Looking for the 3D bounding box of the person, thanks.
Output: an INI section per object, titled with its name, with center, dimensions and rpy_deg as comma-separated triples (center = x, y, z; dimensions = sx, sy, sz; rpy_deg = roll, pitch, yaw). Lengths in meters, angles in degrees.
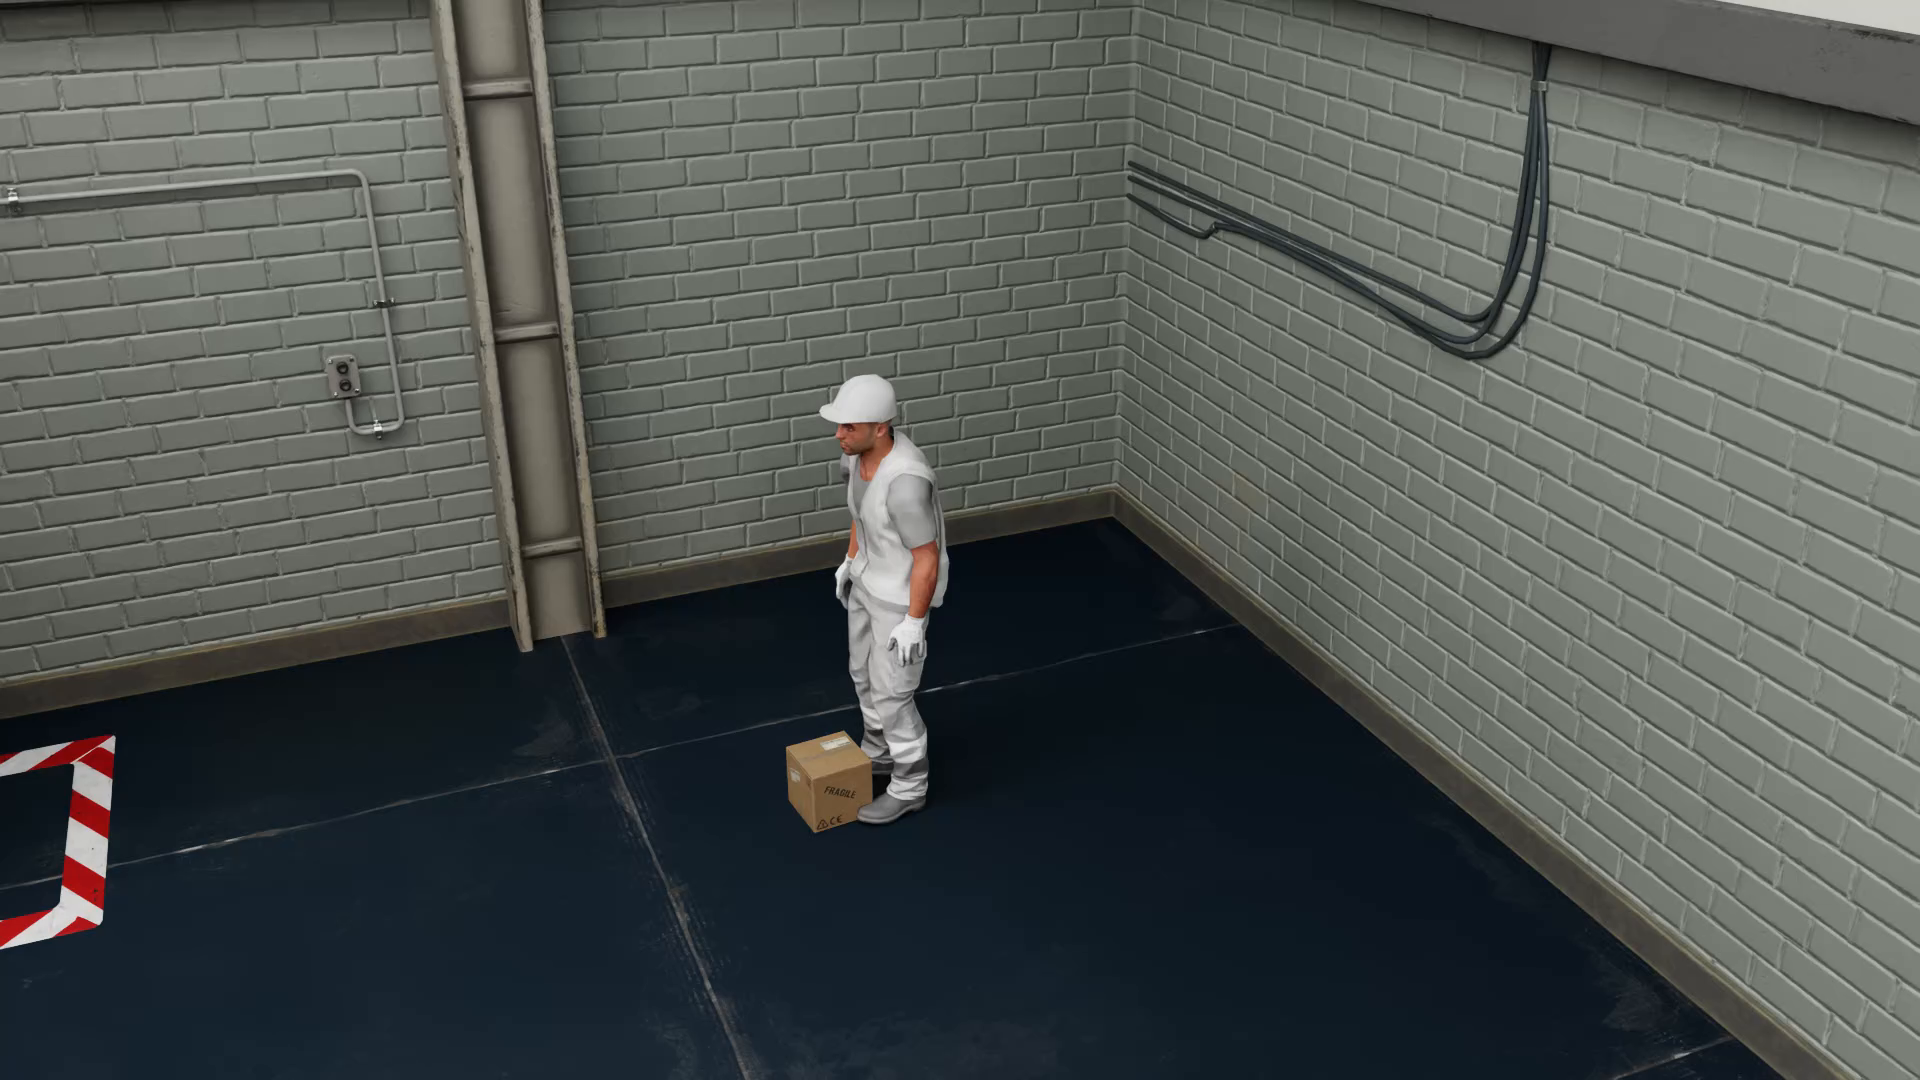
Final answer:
[person]
center = -0.287, 0.213, 6.152
dimensions = 0.453, 1.778, 0.616
rpy_deg = -12, 28, -24
